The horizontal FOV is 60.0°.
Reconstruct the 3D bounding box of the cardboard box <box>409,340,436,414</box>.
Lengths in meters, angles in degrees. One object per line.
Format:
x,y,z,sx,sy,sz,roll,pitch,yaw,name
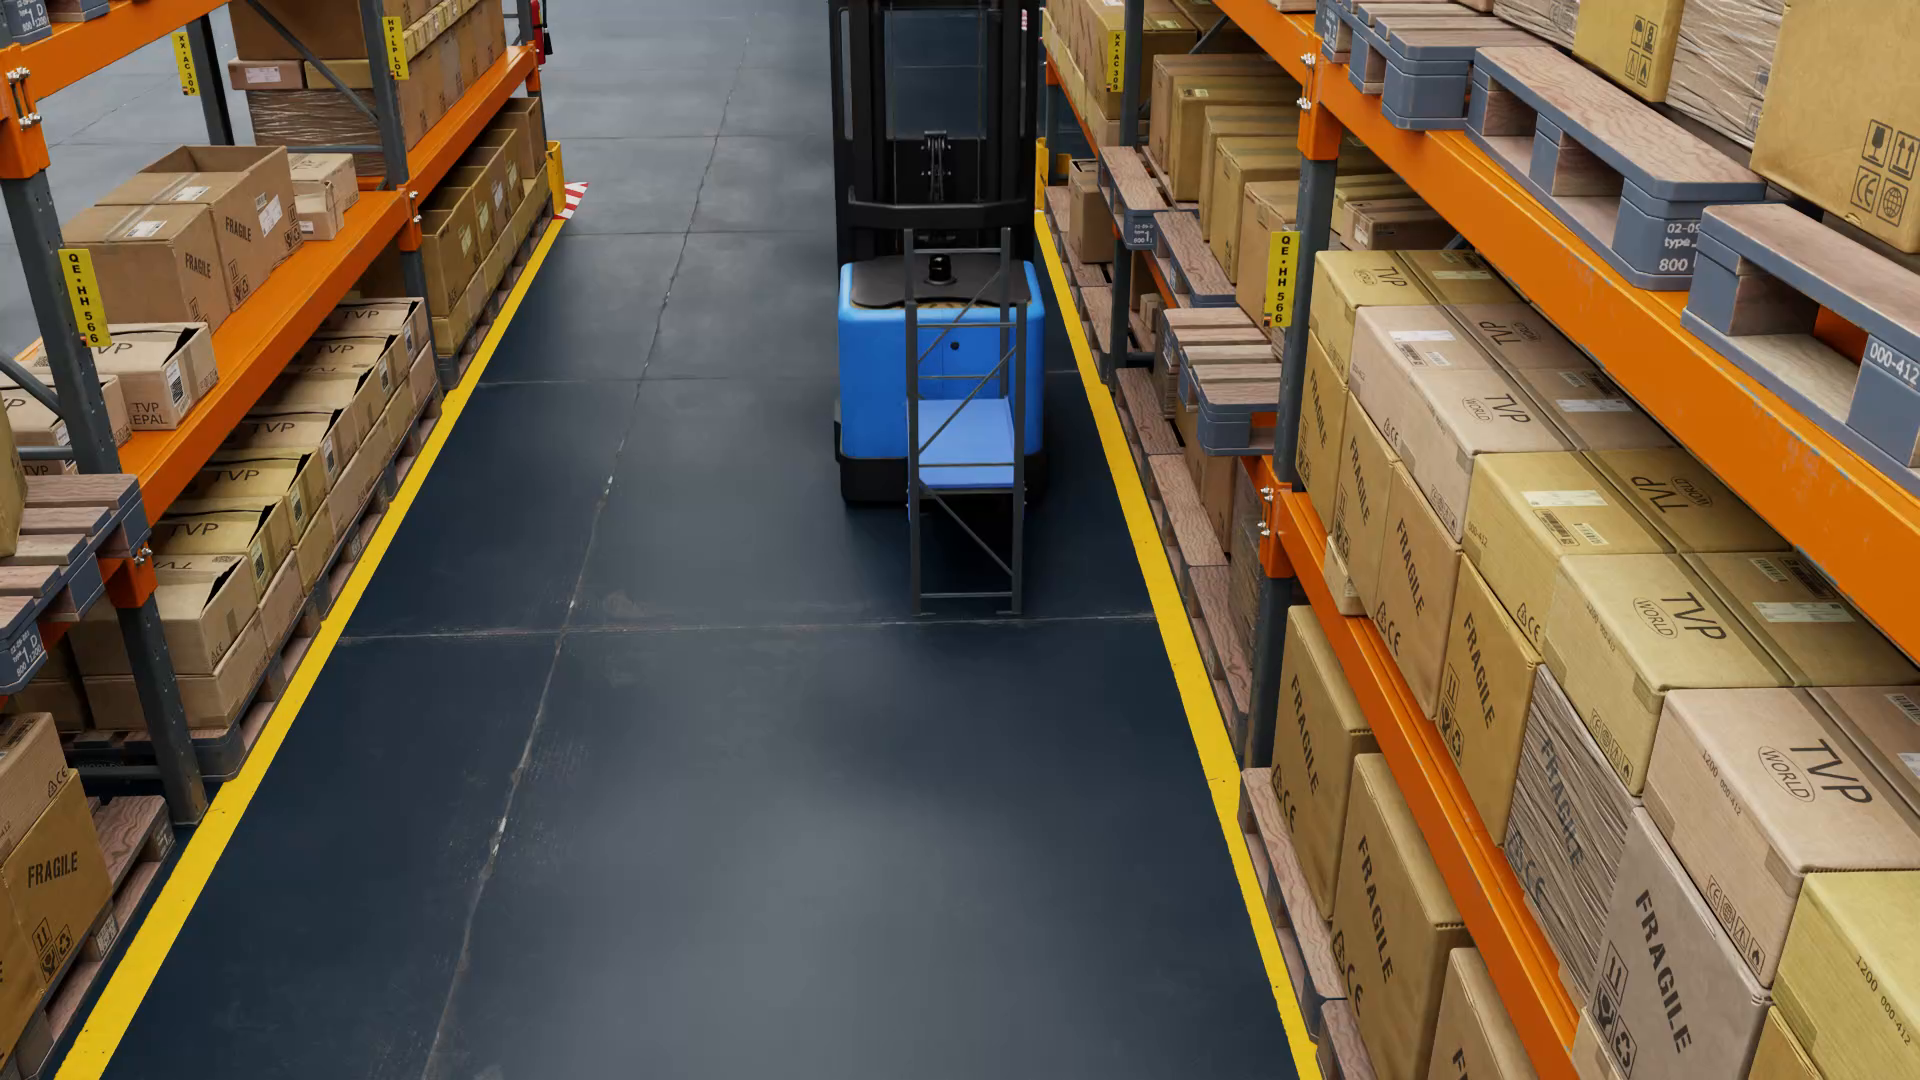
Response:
-3.240,-0.906,9.262,0.500,0.250,0.500,-2,28,-3,cardboard box

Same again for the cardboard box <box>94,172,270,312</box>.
-3.474,-1.338,7.463,0.500,0.500,0.500,-1,28,-3,cardboard box

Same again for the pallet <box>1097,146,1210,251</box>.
1.290,-1.803,8.671,1.003,0.211,1.213,-1,28,-3,pallet

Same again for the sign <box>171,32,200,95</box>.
-4.105,-2.528,8.832,0.100,0.325,0.005,-1,28,-3,sign

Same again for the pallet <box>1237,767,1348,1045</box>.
1.570,1.205,5.711,1.003,0.211,1.213,-1,28,-3,pallet

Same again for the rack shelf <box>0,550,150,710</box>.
-3.238,0.967,3.931,1.077,0.370,4.000,-1,28,-3,rack shelf

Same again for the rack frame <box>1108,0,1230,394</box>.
1.396,-2.245,9.310,1.000,3.000,0.127,-1,28,-3,rack frame

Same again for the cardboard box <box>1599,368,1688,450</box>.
1.934,-0.235,4.195,0.500,0.250,0.500,-2,28,-4,cardboard box

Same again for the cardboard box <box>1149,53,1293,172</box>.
1.388,-2.248,8.733,0.700,0.500,0.500,-1,28,-2,cardboard box

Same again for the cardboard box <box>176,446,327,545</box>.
-3.136,-0.219,7.338,0.500,0.311,0.500,-2,28,-4,cardboard box

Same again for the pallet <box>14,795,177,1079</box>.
-3.341,1.306,5.517,1.003,0.211,1.213,-1,28,-3,pallet

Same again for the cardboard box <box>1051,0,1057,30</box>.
0.927,-3.910,11.834,0.500,0.500,0.500,-1,28,-2,cardboard box

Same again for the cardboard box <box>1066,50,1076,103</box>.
0.981,-3.093,11.077,0.500,0.250,0.500,-1,28,-2,cardboard box

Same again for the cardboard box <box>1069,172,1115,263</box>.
1.151,-2.254,11.554,0.700,0.500,0.500,-3,28,-6,cardboard box

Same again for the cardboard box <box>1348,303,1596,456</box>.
1.400,-0.451,4.608,0.500,0.250,0.500,-2,28,-3,cardboard box

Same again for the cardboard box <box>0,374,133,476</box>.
-3.318,-0.405,5.880,0.500,0.311,0.500,0,28,1,cardboard box

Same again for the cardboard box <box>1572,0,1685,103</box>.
1.783,-1.245,3.566,0.700,0.500,0.500,0,28,0,cardboard box

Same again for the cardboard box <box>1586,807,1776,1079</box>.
1.501,0.822,2.978,0.500,0.500,0.500,-1,28,-2,cardboard box

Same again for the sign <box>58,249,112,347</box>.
-2.801,-0.772,5.319,0.100,0.325,0.005,-1,28,-3,sign

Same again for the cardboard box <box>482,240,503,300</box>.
-3.314,-1.774,10.927,0.500,0.250,0.500,-1,28,-3,cardboard box

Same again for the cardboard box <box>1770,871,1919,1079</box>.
1.534,0.723,2.358,0.500,0.250,0.500,-1,28,-1,cardboard box

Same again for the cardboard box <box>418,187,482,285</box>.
-3.297,-1.875,10.310,0.500,0.500,0.500,-1,28,-3,cardboard box

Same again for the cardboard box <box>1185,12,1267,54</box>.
1.580,-2.741,9.592,0.500,0.500,0.500,-2,28,-4,cardboard box

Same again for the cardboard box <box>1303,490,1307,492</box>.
1.548,-0.413,7.214,0.500,0.250,0.500,-1,28,-2,cardboard box

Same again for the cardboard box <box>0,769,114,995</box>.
-3.059,1.064,5.194,0.500,0.500,0.500,0,28,-1,cardboard box

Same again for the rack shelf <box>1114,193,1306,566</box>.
1.500,-1.002,7.705,1.077,0.370,4.000,-1,28,-3,rack shelf

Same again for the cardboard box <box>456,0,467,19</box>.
-3.481,-3.533,10.970,0.380,0.149,0.250,-1,28,-1,cardboard box

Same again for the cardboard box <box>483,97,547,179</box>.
-3.435,-3.030,12.523,0.500,0.500,0.500,-1,28,-3,cardboard box

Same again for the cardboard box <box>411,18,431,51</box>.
-3.426,-3.056,10.055,0.380,0.149,0.250,-2,28,-4,cardboard box

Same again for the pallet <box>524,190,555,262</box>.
-3.678,-2.382,12.589,1.003,0.211,1.213,-1,28,-3,pallet

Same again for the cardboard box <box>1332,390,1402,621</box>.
1.392,-0.110,4.765,0.500,0.500,0.500,0,28,-1,cardboard box

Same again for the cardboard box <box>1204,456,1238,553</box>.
1.550,-0.285,7.780,0.700,0.500,0.500,-2,28,-3,cardboard box

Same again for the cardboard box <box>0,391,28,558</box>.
-3.197,-0.218,4.863,0.700,0.500,0.500,-11,29,-20,cardboard box

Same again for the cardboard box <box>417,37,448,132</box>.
-3.637,-2.848,10.358,0.700,0.500,0.500,-1,28,-2,cardboard box

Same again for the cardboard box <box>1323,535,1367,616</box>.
1.324,0.104,5.057,0.380,0.149,0.250,-1,28,-1,cardboard box

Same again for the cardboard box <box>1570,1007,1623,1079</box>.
1.435,1.046,3.251,0.380,0.149,0.250,-1,28,-3,cardboard box

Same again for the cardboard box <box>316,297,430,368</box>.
-3.244,-1.159,9.141,0.500,0.311,0.500,-1,28,-3,cardboard box

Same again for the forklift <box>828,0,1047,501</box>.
-0.146,-2.141,9.185,1.130,2.935,3.031,-1,28,-2,forklift

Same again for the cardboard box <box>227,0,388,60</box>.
-3.580,-2.948,9.147,0.700,0.500,0.500,-1,28,-2,cardboard box

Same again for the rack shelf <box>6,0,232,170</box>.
-3.447,-2.211,6.779,1.077,0.370,4.000,-1,28,-3,rack shelf

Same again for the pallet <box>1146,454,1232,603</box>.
1.505,-0.084,8.183,1.003,0.211,1.213,-1,28,-3,pallet

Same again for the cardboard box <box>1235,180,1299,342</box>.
1.514,-1.111,6.553,0.700,0.500,0.500,-4,28,-7,cardboard box

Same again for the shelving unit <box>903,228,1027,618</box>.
0.008,-0.559,7.699,0.538,1.500,1.048,-1,28,-2,shelving unit

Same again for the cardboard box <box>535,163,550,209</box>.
-3.437,-2.697,12.697,0.500,0.250,0.500,-1,28,-3,cardboard box

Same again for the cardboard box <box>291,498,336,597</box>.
-3.137,0.036,7.457,0.500,0.250,0.500,-2,28,-4,cardboard box

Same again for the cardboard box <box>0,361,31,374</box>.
-3.665,-0.573,6.377,0.380,0.149,0.250,-1,28,-3,cardboard box

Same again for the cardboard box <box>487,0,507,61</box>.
-3.748,-3.799,12.182,0.700,0.500,0.500,-1,28,-3,cardboard box

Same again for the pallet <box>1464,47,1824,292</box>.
1.753,-0.831,3.560,1.003,0.211,1.213,0,28,0,pallet

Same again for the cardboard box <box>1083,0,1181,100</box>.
1.030,-2.961,10.012,0.500,0.500,0.500,-2,28,-3,cardboard box
